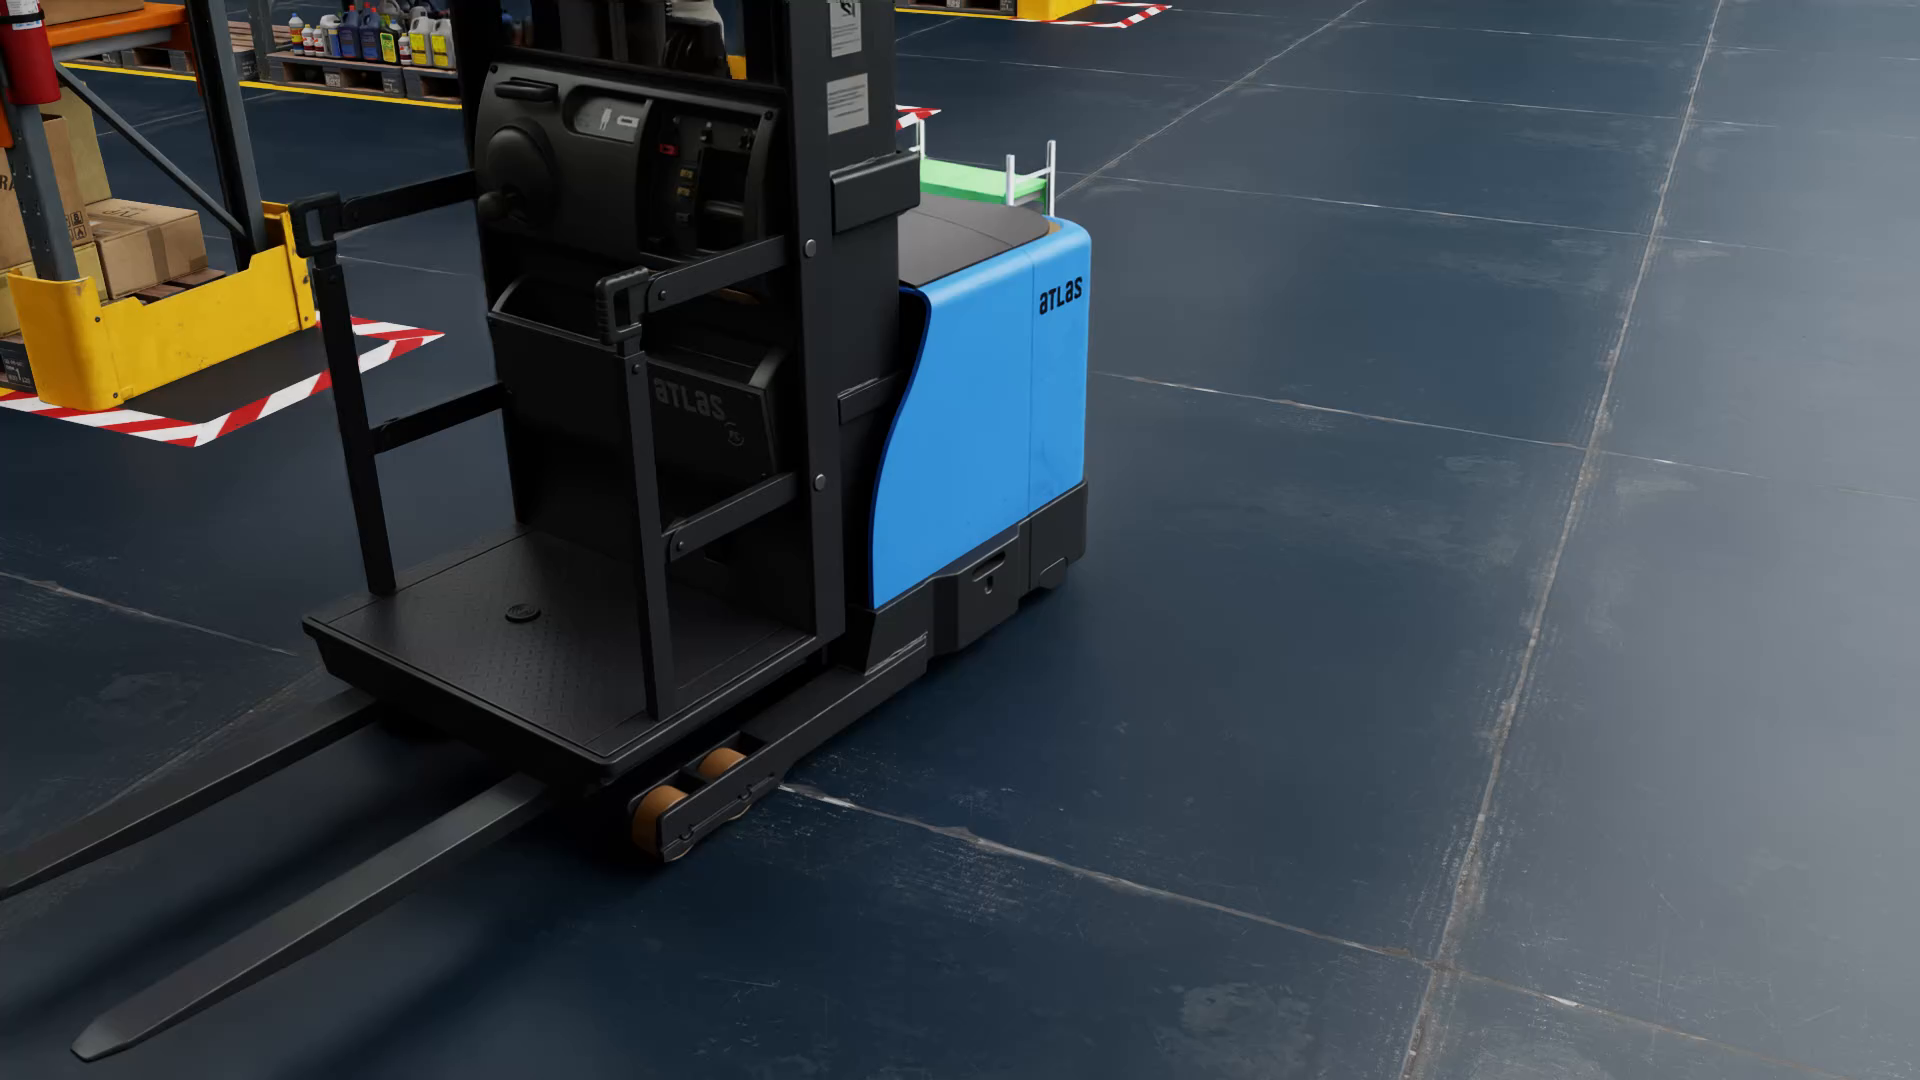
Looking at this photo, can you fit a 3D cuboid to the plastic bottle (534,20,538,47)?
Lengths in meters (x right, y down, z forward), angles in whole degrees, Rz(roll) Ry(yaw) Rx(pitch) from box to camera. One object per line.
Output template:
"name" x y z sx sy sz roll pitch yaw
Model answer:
"plastic bottle" -2.940 -3.571 11.697 0.097 0.271 0.097 0 26 0

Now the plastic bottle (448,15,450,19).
"plastic bottle" -3.593 -3.646 11.837 0.133 0.283 0.061 11 28 22

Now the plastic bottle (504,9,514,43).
"plastic bottle" -3.216 -3.626 11.810 0.097 0.271 0.097 0 26 0

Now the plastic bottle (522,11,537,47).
"plastic bottle" -3.031 -3.589 11.734 0.097 0.271 0.097 0 26 0

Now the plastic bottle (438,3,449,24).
"plastic bottle" -3.702 -3.738 12.023 0.133 0.283 0.061 13 29 25

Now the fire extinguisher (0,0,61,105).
"fire extinguisher" -3.245 -1.844 5.686 0.183 0.674 0.296 11 28 22

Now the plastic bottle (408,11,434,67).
"plastic bottle" -3.626 -3.391 11.243 0.185 0.351 0.144 11 28 21

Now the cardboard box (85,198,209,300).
"cardboard box" -3.556 -1.229 6.988 0.500 0.250 0.500 11 28 22

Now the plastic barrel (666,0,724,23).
"plastic barrel" -1.737 -3.240 10.775 0.421 0.512 0.421 0 26 0

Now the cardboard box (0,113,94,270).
"cardboard box" -3.772 -1.356 6.398 0.500 0.500 0.500 11 28 22

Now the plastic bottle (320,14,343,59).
"plastic bottle" -4.334 -3.502 11.552 0.135 0.276 0.152 12 29 24

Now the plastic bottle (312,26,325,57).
"plastic bottle" -4.454 -3.479 11.591 0.097 0.201 0.097 0 26 0

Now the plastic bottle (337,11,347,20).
"plastic bottle" -4.290 -3.548 11.638 0.133 0.283 0.061 11 28 22

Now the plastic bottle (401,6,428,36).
"plastic bottle" -3.906 -3.683 11.921 0.135 0.276 0.152 11 28 22

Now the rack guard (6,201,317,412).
"rack guard" -3.139 -0.961 6.636 0.348 0.500 1.175 11 28 22

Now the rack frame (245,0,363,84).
"rack frame" -4.748 -4.809 11.622 0.127 3.000 1.000 11 28 22

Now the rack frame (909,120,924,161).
"rack frame" -0.188 -0.733 5.380 0.015 1.200 0.240 18 31 32

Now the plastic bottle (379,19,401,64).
"plastic bottle" -3.880 -3.392 11.321 0.133 0.283 0.061 13 29 24

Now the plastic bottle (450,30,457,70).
"plastic bottle" -3.304 -3.295 11.133 0.135 0.276 0.152 11 28 20

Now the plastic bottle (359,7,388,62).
"plastic bottle" -4.013 -3.469 11.401 0.185 0.351 0.144 10 28 20

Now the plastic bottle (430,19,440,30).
"plastic bottle" -3.588 -3.422 11.390 0.135 0.276 0.152 11 28 22

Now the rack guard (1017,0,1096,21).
"rack guard" 0.874 -4.962 14.762 0.348 0.500 1.175 11 28 22

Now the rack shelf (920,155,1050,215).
"rack shelf" 0.010 -1.043 5.069 0.480 0.148 0.258 18 31 32

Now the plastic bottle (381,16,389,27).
"plastic bottle" -4.003 -3.490 11.534 0.097 0.271 0.097 0 26 0

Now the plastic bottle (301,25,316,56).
"plastic bottle" -4.547 -3.498 11.629 0.097 0.201 0.097 0 26 0

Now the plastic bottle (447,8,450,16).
"plastic bottle" -3.574 -3.722 11.915 0.185 0.351 0.144 11 28 21

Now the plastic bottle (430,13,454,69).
"plastic bottle" -3.457 -3.357 11.174 0.185 0.351 0.144 13 29 24

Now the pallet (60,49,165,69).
"pallet" -6.593 -3.909 12.950 1.213 0.211 1.003 11 28 22

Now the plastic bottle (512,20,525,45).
"plastic bottle" -3.121 -3.576 11.787 0.097 0.201 0.097 0 26 0

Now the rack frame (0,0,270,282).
"rack frame" -3.160 -2.087 6.093 0.127 3.000 1.000 11 28 22

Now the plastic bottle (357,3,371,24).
"plastic bottle" -4.125 -3.562 11.589 0.185 0.351 0.144 11 28 22

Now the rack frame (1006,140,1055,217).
"rack frame" 0.208 -0.607 5.124 0.015 1.200 0.240 18 31 32

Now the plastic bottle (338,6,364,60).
"plastic bottle" -4.185 -3.504 11.471 0.185 0.351 0.144 12 29 23

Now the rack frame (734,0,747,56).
"rack frame" -1.107 -4.078 10.137 0.127 3.000 1.000 11 28 22

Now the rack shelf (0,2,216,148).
"rack shelf" -4.981 -2.130 6.994 4.000 0.370 1.077 11 28 22

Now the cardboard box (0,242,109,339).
"cardboard box" -3.771 -1.021 6.565 0.500 0.250 0.500 11 28 22

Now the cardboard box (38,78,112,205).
"cardboard box" -4.012 -1.656 7.007 0.500 0.500 0.500 11 28 22

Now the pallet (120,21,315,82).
"pallet" -5.479 -3.686 12.498 1.213 0.211 1.003 11 28 22

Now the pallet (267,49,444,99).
"pallet" -4.154 -3.419 11.955 1.213 0.211 1.003 11 28 22

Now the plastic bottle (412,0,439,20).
"plastic bottle" -3.868 -3.781 12.035 0.185 0.351 0.144 10 28 19

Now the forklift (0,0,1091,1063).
"forklift" -0.897 -0.832 3.621 1.130 2.935 3.031 18 31 32

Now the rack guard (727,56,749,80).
"rack guard" -1.195 -2.951 10.679 0.348 0.500 1.175 11 28 22

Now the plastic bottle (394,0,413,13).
"plastic bottle" -4.042 -3.816 12.106 0.185 0.351 0.144 11 28 20

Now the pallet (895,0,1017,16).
"pallet" 0.150 -4.995 15.156 1.213 0.211 1.003 11 28 22

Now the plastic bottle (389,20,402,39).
"plastic bottle" -3.864 -3.422 11.395 0.097 0.271 0.097 0 26 0

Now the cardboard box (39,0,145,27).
"cardboard box" -3.580 -2.222 6.254 0.500 0.500 0.700 11 28 22

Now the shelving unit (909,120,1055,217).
"shelving unit" 0.010 -0.670 5.252 0.503 1.200 0.258 18 31 32

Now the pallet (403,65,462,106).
"pallet" -3.039 -3.196 11.503 1.213 0.211 1.003 11 28 22

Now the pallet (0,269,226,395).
"pallet" -3.874 -0.959 6.958 1.213 0.211 1.003 11 28 22

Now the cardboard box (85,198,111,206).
"cardboard box" -4.013 -1.319 7.171 0.500 0.250 0.500 11 28 22

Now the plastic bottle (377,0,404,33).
"plastic bottle" -4.102 -3.758 11.988 0.185 0.351 0.144 11 28 22

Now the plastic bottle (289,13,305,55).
"plastic bottle" -4.639 -3.548 11.651 0.097 0.271 0.097 0 26 0

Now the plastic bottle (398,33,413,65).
"plastic bottle" -3.765 -3.341 11.310 0.097 0.201 0.097 0 26 0
